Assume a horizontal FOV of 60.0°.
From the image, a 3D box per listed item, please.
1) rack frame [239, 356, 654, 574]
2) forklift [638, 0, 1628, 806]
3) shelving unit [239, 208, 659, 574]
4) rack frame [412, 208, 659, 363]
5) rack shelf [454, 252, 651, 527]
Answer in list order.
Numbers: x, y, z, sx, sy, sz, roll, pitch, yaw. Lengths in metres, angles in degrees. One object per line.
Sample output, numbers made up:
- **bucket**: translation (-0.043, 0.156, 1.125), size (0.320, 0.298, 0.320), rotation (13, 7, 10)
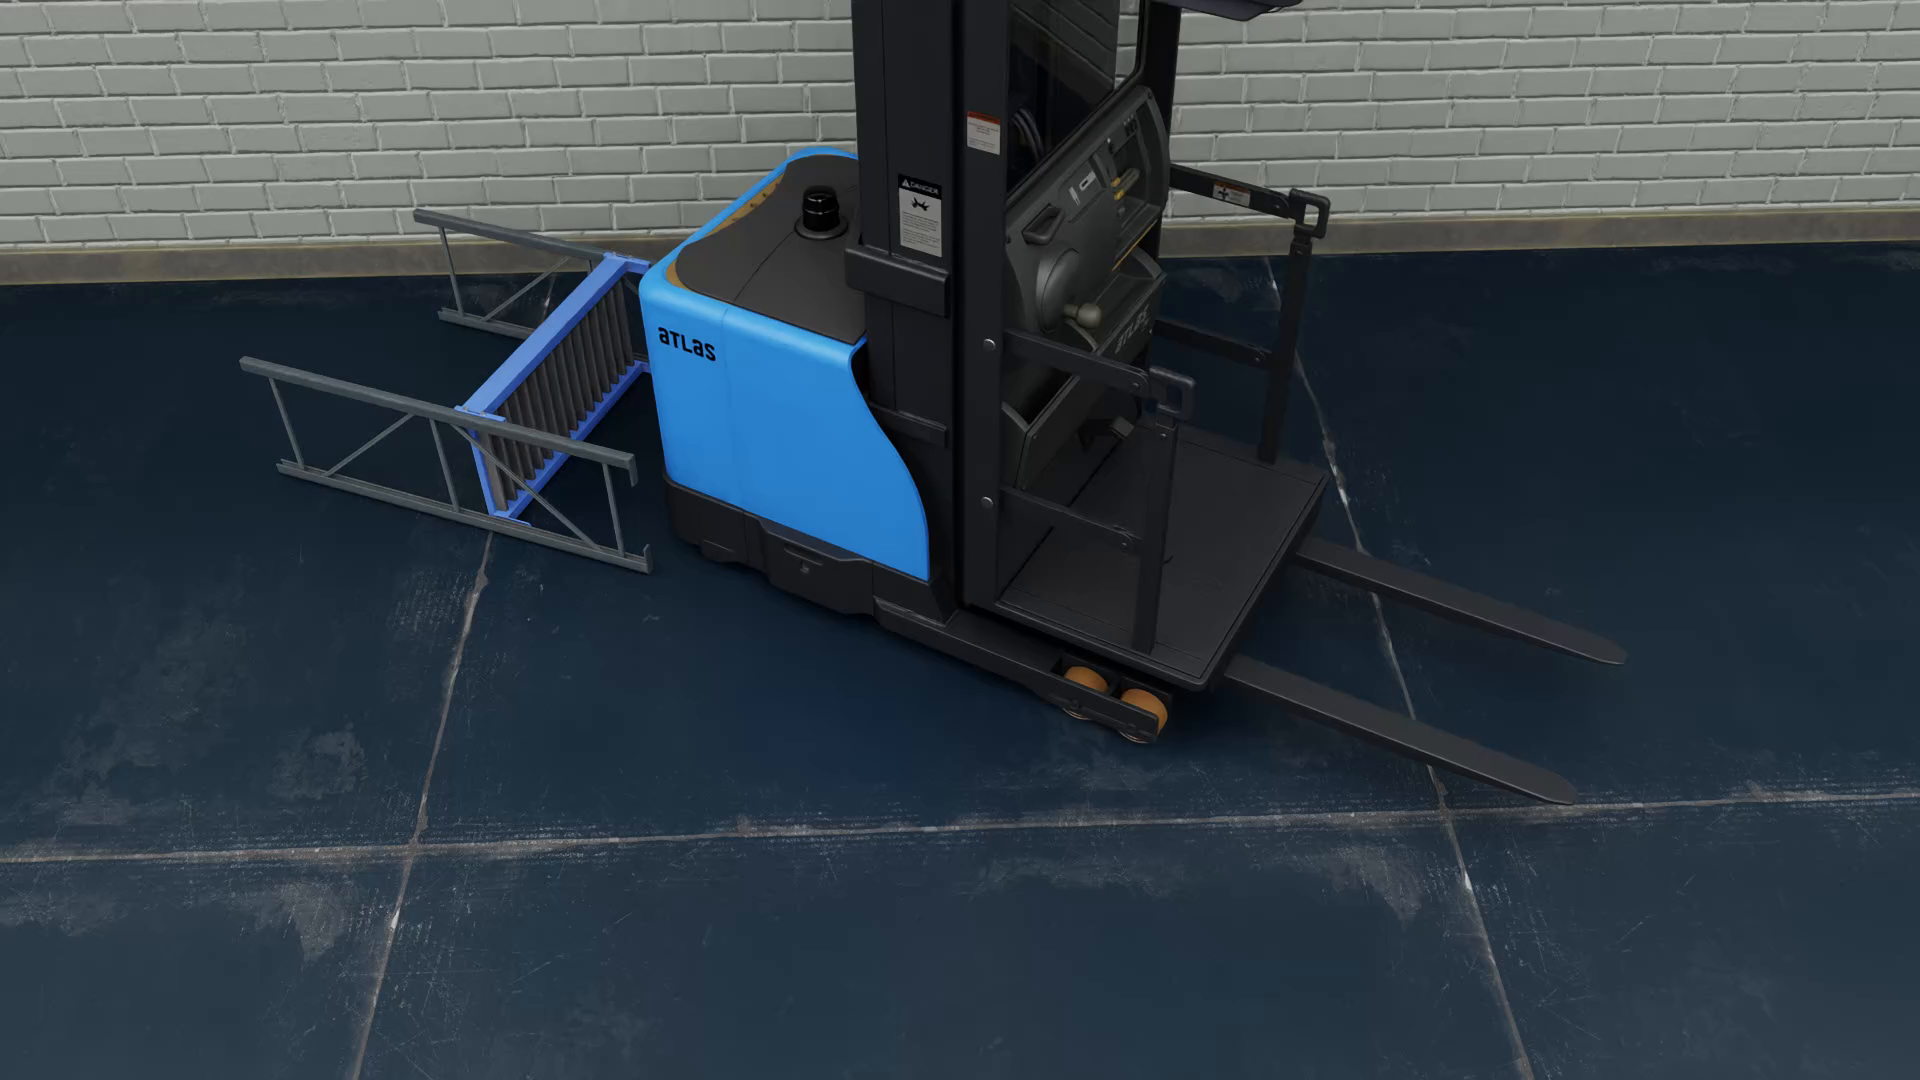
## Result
- **rack frame**: translation (-1.742, -0.257, 5.632), size (1.500, 0.500, 0.032), rotation (14, 44, 15)
- **forklift**: translation (0.544, -0.875, 4.536), size (3.031, 2.935, 1.130), rotation (21, 46, 21)
- **shelving unit**: translation (-1.563, -0.578, 5.982), size (1.500, 0.538, 1.048), rotation (14, 44, 15)
- **rack frame**: translation (-1.384, -0.900, 6.333), size (1.500, 0.500, 0.032), rotation (14, 44, 15)
- **rack shelf**: translation (-1.395, -0.535, 5.936), size (0.185, 0.538, 1.000), rotation (14, 44, 15)
